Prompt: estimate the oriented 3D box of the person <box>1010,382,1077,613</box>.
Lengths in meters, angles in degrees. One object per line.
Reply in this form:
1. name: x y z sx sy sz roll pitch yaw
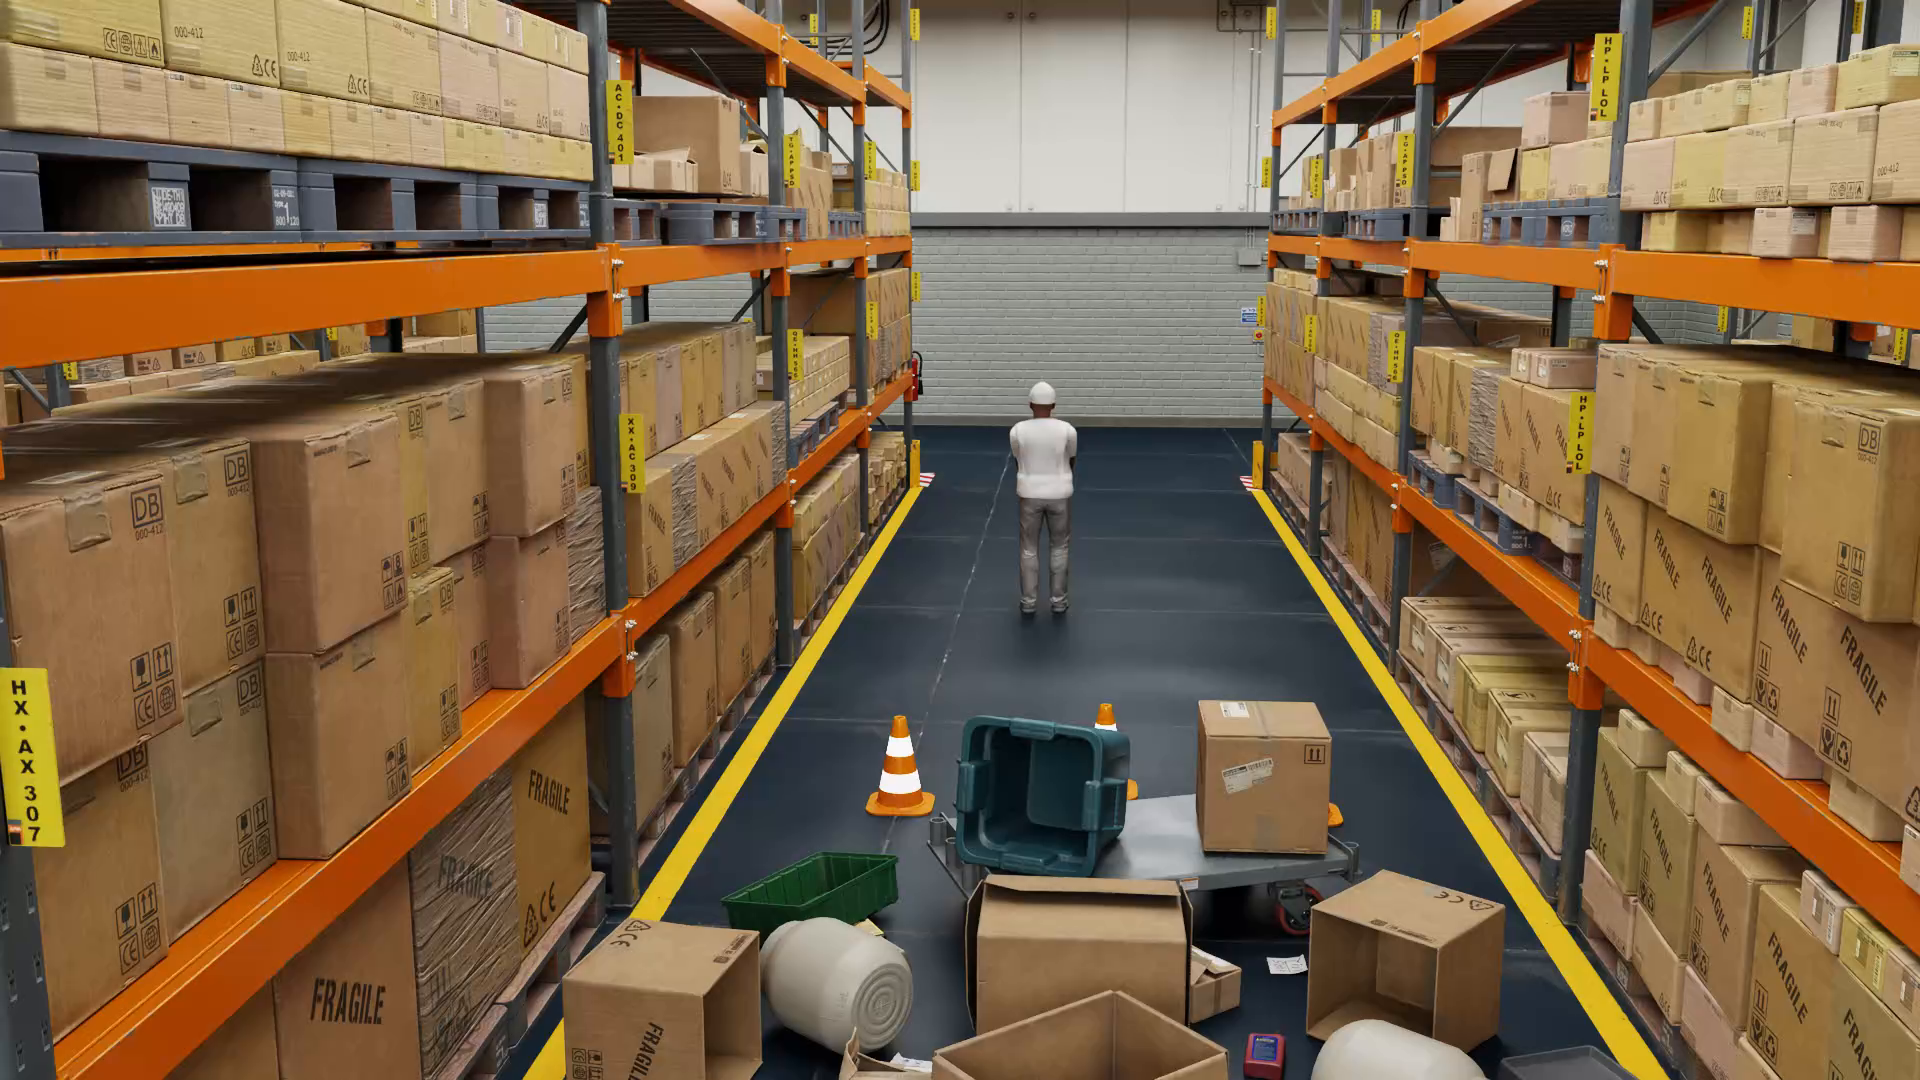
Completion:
1. person: 0.637 -0.339 12.676 0.503 1.760 0.586 1 11 5
